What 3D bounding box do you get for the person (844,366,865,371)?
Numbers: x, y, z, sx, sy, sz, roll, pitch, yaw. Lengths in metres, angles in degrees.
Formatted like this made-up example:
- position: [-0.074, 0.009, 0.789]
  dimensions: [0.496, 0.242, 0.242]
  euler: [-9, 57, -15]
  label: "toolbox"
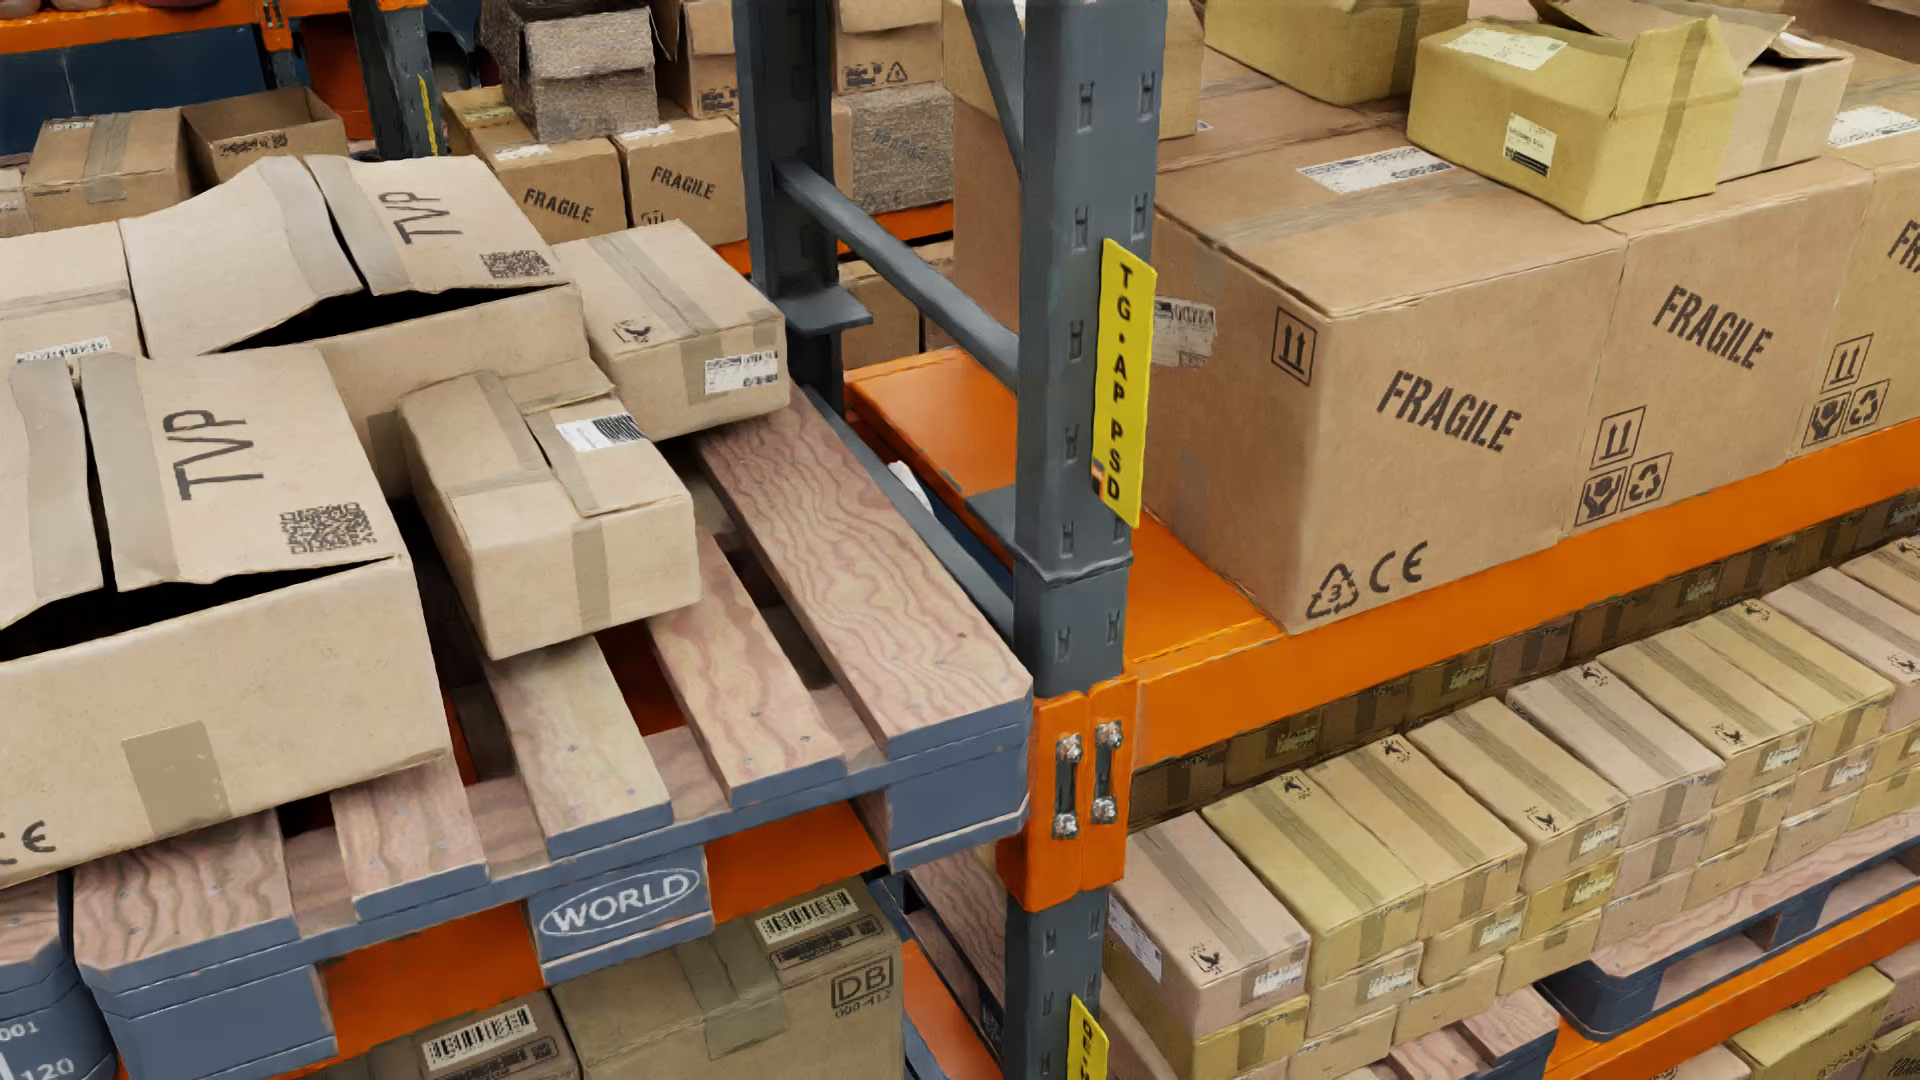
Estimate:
- position: [-0.486, 0.133, 5.927]
  dimensions: [0.700, 1.584, 0.551]
  euler: [-25, 41, -32]
  label: "person"
